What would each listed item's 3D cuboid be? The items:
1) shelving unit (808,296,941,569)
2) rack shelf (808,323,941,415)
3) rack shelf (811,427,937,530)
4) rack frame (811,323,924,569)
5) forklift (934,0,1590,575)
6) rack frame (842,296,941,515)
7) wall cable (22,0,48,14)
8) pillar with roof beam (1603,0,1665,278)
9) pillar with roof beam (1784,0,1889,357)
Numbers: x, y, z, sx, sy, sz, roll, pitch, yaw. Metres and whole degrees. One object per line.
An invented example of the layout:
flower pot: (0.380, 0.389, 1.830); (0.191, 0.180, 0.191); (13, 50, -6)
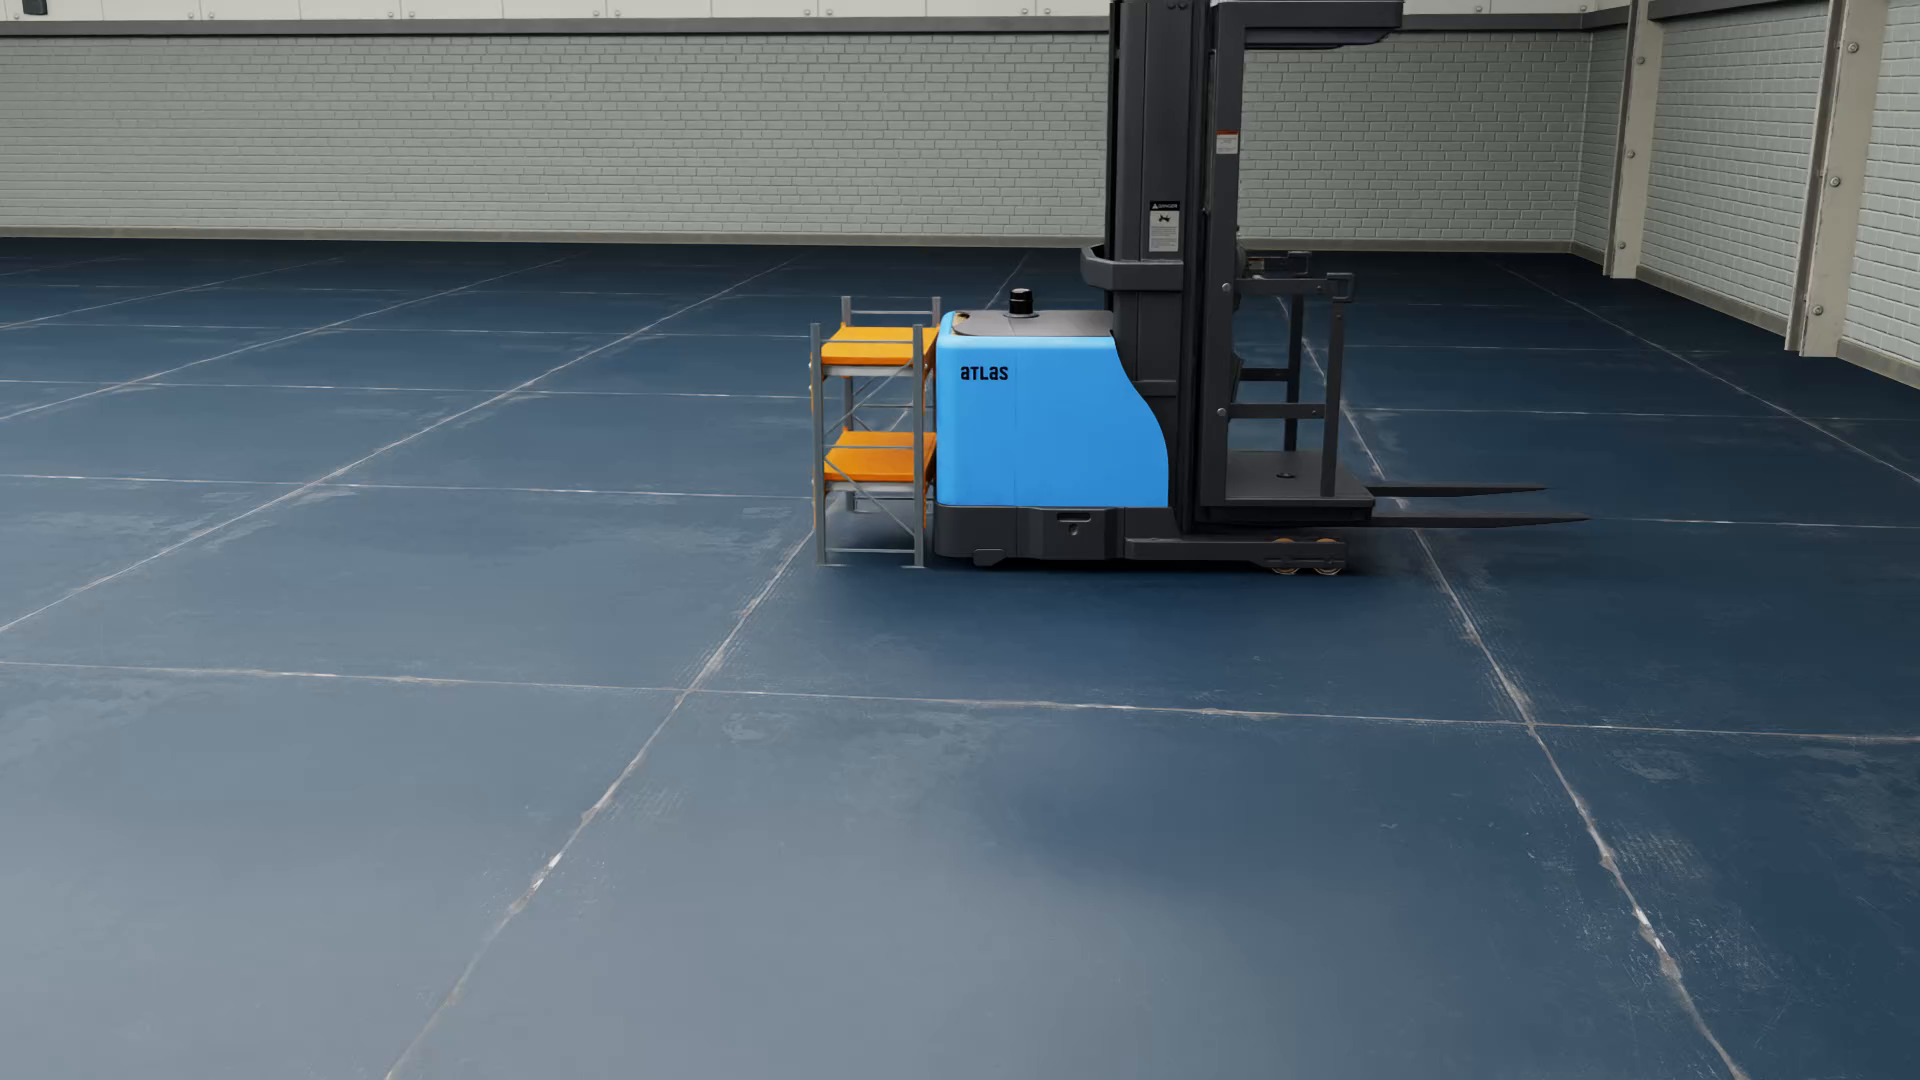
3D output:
shelving unit: (-0.380, -0.551, 8.044); (0.538, 1.125, 1.048); (1, 15, 4)
rack shelf: (-0.380, -0.833, 7.968); (0.538, 0.278, 1.000); (1, 15, 4)
rack shelf: (-0.380, -0.315, 8.108); (0.538, 0.278, 1.000); (1, 15, 4)
rack frame: (-0.415, -0.419, 7.555); (0.500, 1.125, 0.032); (1, 15, 4)
forklift: (1.404, -1.395, 7.705); (3.031, 2.935, 1.130); (0, 15, 1)
rack frame: (-0.345, -0.683, 8.534); (0.500, 1.125, 0.032); (1, 15, 4)
wall cable: (-12.388, -10.481, 23.169); (2.305, 6.003, 0.169); (2, 15, 6)
pillar with roof beam: (3.556, -7.597, 19.018); (9.100, 9.000, 0.400); (2, 15, 6)
pillar with roof beam: (2.878, -6.041, 13.263); (9.100, 9.000, 0.400); (2, 15, 6)
